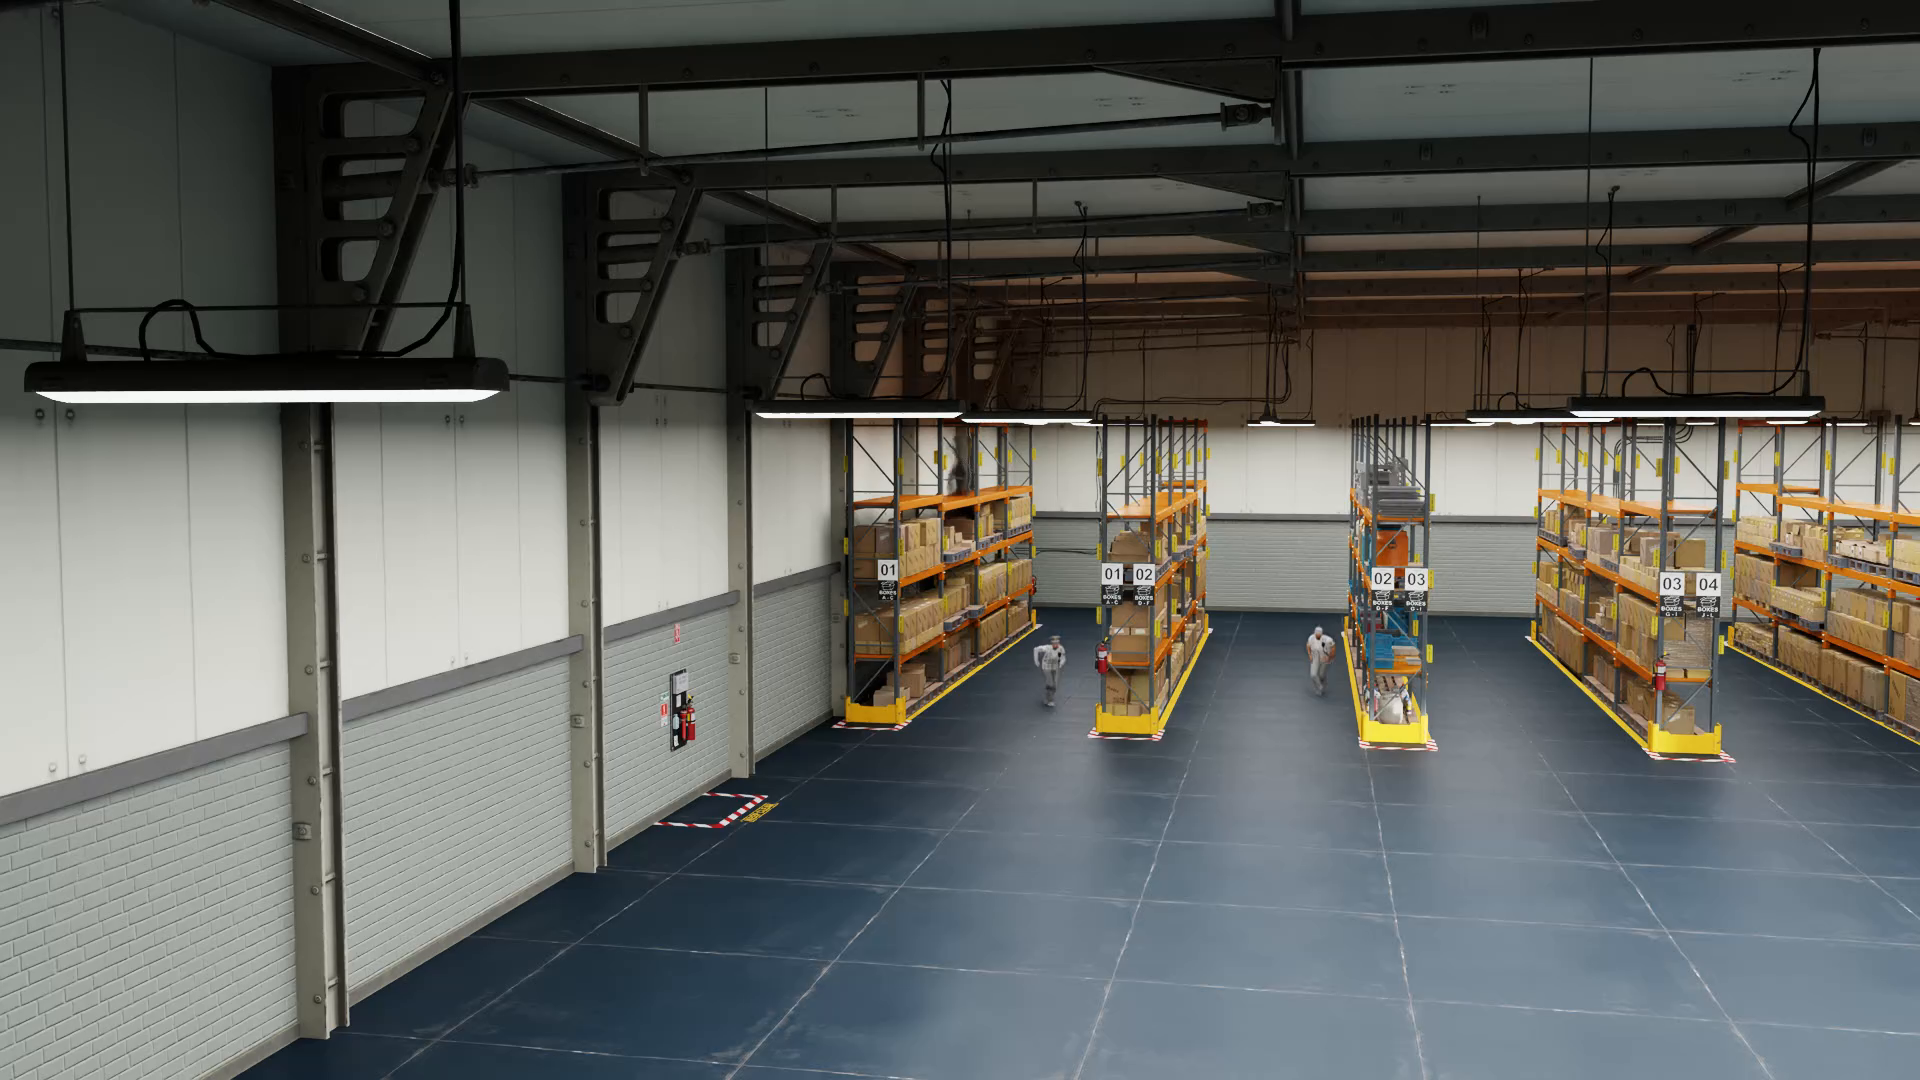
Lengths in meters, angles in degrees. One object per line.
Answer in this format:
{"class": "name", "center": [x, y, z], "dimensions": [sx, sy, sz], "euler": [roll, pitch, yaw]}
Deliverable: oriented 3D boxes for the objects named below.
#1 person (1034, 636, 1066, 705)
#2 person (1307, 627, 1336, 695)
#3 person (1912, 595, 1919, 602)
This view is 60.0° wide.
{"class": "person", "center": [1.831, 2.700, 34.211], "dimensions": [0.613, 1.496, 0.816], "euler": [-1, 4, -13]}
{"class": "person", "center": [7.802, 2.596, 35.907], "dimensions": [0.624, 1.519, 0.895], "euler": [2, 4, 22]}
{"class": "person", "center": [25.692, 1.919, 44.570], "dimensions": [0.592, 1.684, 0.659], "euler": [0, 4, -2]}
